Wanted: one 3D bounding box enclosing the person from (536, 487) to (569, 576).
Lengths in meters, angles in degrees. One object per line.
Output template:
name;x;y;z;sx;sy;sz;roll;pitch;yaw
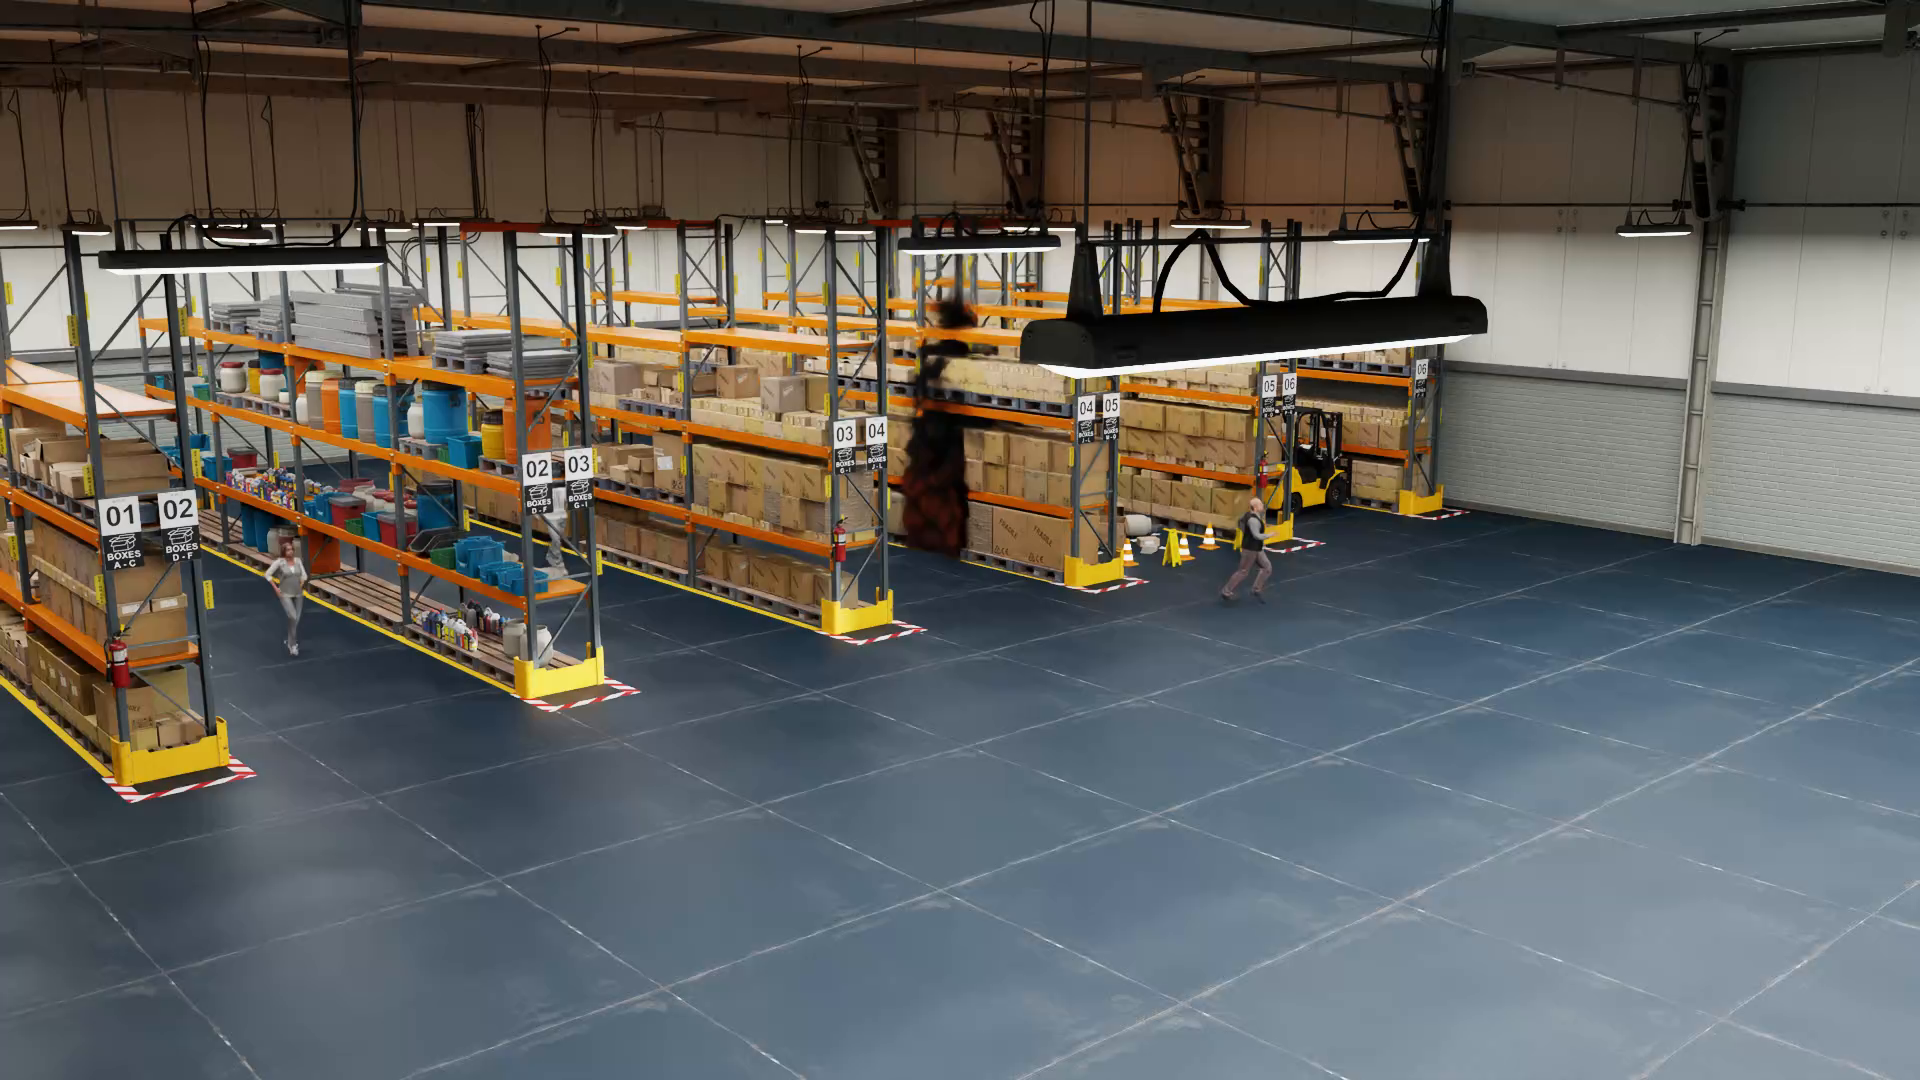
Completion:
person;-7.051;-0.343;28.980;0.861;1.827;0.667;10;15;41

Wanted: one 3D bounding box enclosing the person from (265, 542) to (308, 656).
person;-9.574;0.844;23.732;0.620;1.646;0.486;10;15;41

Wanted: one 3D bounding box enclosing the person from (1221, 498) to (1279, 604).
person;4.651;0.171;26.609;0.884;1.718;0.660;2;12;11
